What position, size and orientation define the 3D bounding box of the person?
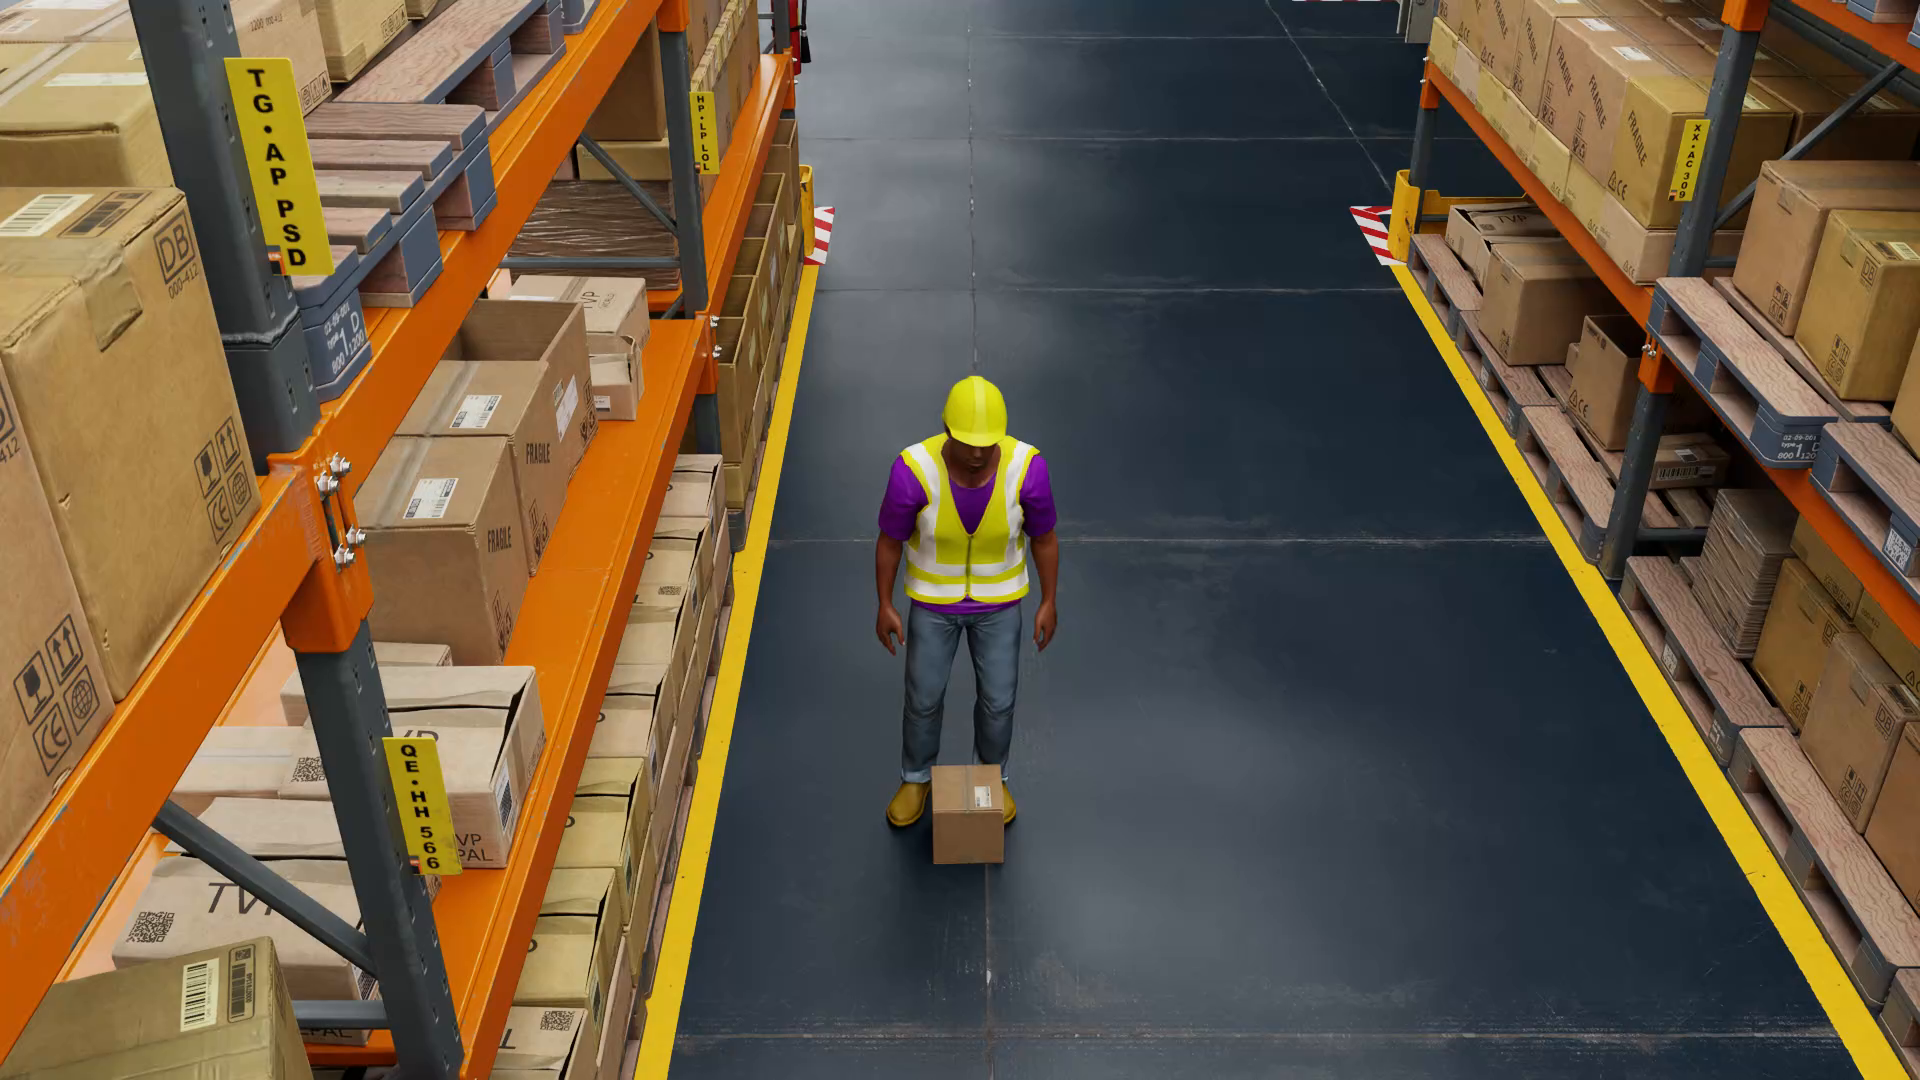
[{"bbox_3d":[0.024,0.220,5.755,0.636,1.761,0.454,-1,31,-2],"label":"person"}]
